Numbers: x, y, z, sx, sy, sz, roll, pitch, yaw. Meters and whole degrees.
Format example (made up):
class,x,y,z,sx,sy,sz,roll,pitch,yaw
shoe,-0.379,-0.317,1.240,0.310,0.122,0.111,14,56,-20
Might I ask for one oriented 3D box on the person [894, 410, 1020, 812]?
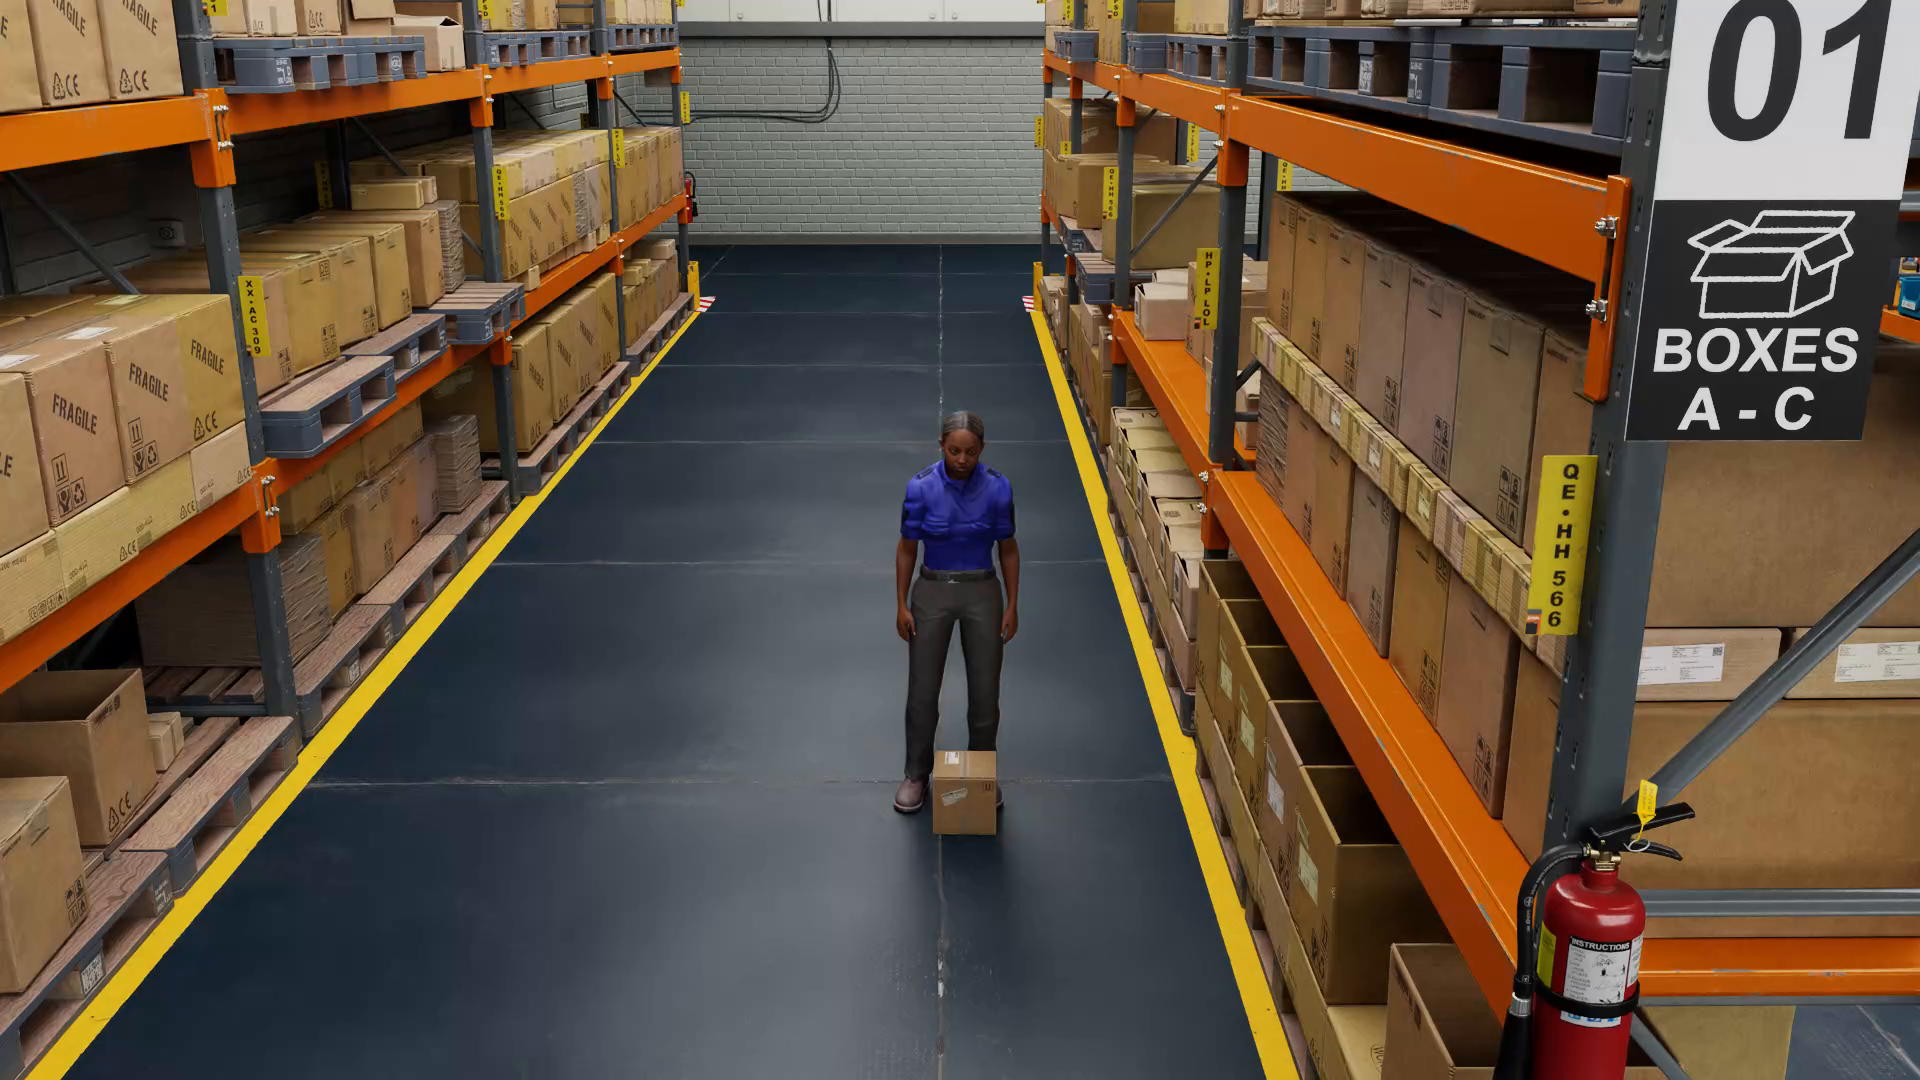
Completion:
class,x,y,z,sx,sy,sz,roll,pitch,yaw
person,-0.018,0.274,6.673,0.514,1.654,0.352,0,17,-1
